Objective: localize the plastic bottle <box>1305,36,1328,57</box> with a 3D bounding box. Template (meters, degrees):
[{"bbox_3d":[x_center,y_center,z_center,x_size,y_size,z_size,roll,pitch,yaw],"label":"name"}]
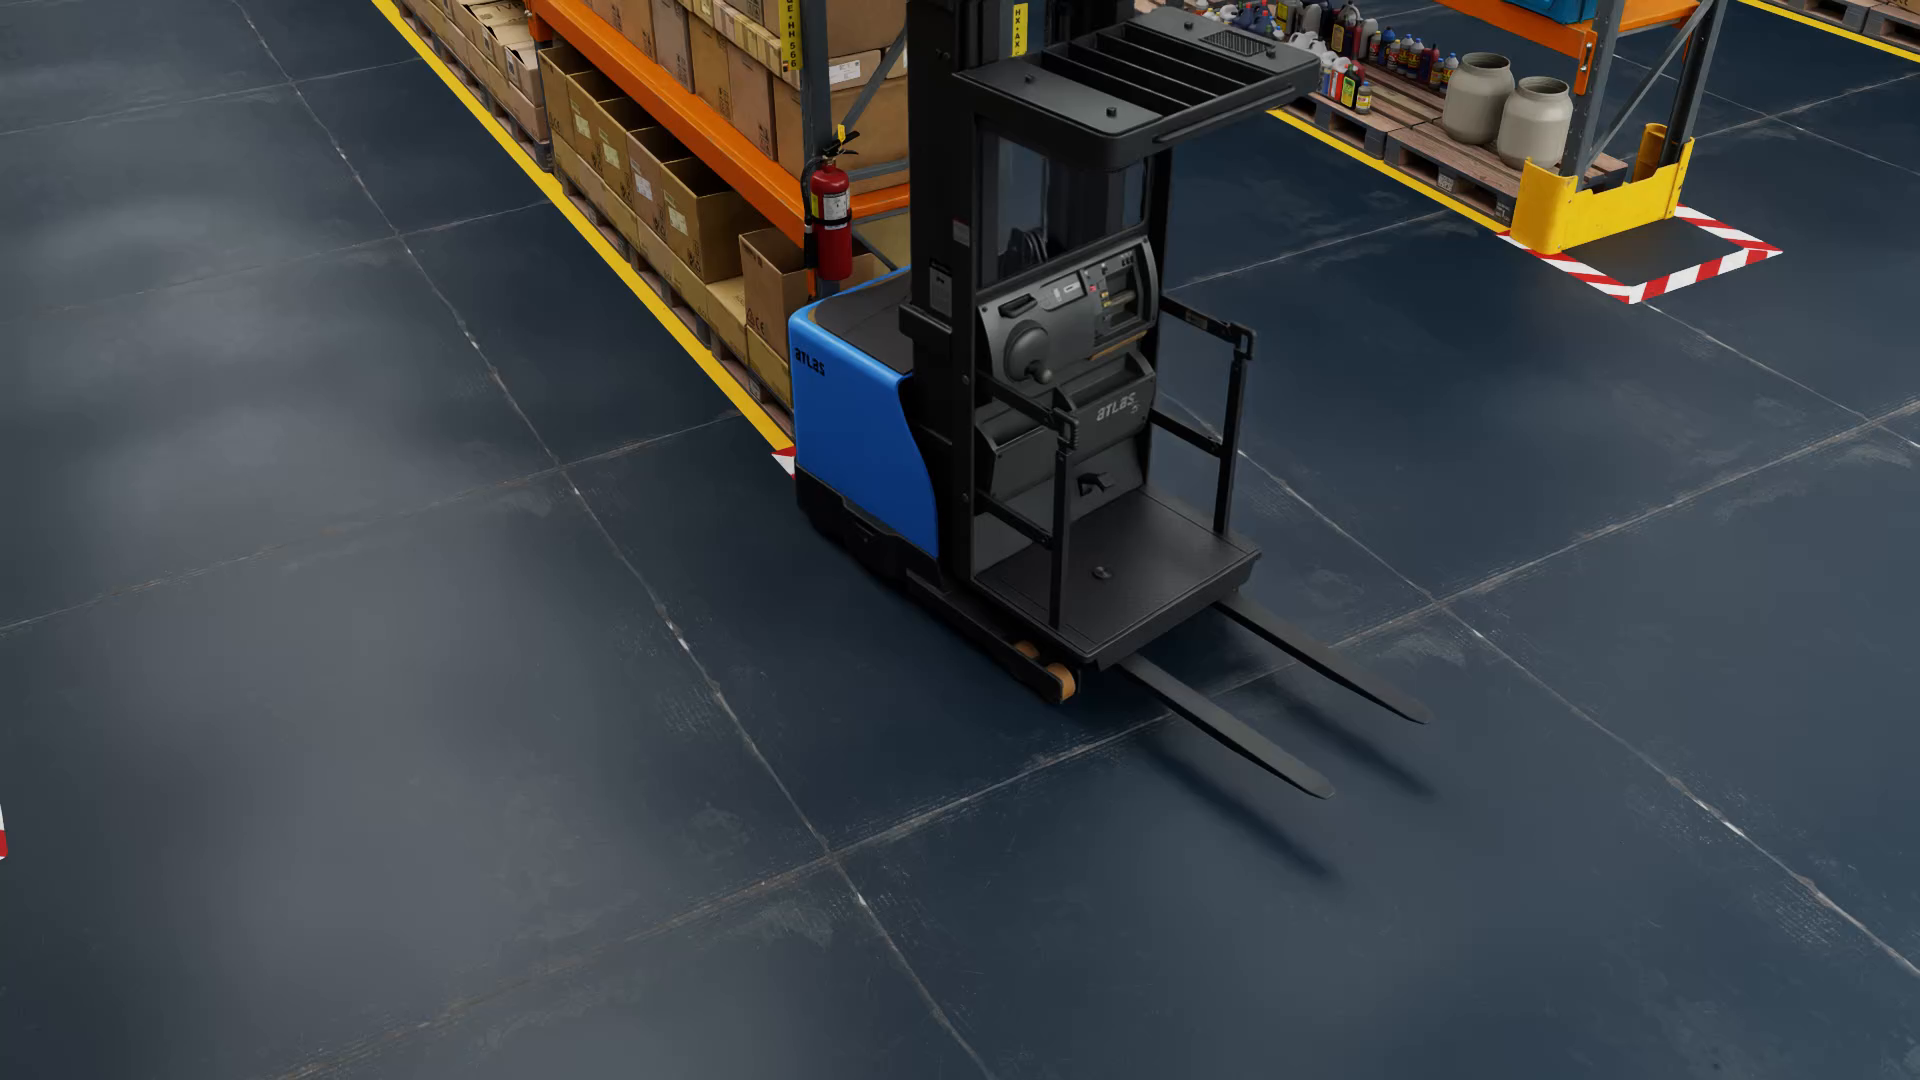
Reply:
[{"bbox_3d":[2.499,-3.375,11.700,0.144,0.351,0.185,-17,40,-22],"label":"plastic bottle"}]

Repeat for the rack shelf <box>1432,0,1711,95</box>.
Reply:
[{"bbox_3d":[3.055,-3.899,11.155,1.077,0.370,4.000,-19,40,-24],"label":"rack shelf"}]

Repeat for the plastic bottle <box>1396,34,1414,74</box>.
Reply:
[{"bbox_3d":[3.196,-3.488,11.923,0.097,0.271,0.097,0,36,0],"label":"plastic bottle"}]

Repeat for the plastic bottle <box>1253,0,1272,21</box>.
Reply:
[{"bbox_3d":[2.222,-3.825,12.317,0.144,0.351,0.185,-19,40,-24],"label":"plastic bottle"}]

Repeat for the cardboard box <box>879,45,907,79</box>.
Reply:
[{"bbox_3d":[-0.235,-2.270,7.680,0.380,0.149,0.250,-19,40,-24],"label":"cardboard box"}]

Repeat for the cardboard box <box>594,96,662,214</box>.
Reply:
[{"bbox_3d":[-1.769,-2.266,9.649,0.500,0.500,0.500,-19,40,-24],"label":"cardboard box"}]

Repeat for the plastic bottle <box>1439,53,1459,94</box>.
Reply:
[{"bbox_3d":[3.419,-3.262,11.614,0.097,0.271,0.097,0,36,0],"label":"plastic bottle"}]

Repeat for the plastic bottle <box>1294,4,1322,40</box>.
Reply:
[{"bbox_3d":[2.604,-3.889,12.468,0.152,0.276,0.135,-19,40,-24],"label":"plastic bottle"}]

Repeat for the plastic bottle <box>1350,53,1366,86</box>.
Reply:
[{"bbox_3d":[2.747,-3.225,11.553,0.061,0.283,0.133,-19,40,-24],"label":"plastic bottle"}]

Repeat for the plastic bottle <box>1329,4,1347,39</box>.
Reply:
[{"bbox_3d":[2.838,-3.878,12.447,0.061,0.283,0.133,-16,39,-21],"label":"plastic bottle"}]

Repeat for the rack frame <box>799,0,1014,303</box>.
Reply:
[{"bbox_3d":[-0.225,-1.704,7.539,1.000,3.000,0.127,-19,40,-24],"label":"rack frame"}]

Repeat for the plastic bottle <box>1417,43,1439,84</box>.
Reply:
[{"bbox_3d":[3.321,-3.388,11.775,0.061,0.283,0.133,-18,40,-23],"label":"plastic bottle"}]

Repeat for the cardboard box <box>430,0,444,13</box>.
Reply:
[{"bbox_3d":[-3.709,-4.189,12.442,0.500,0.311,0.500,-20,41,-25],"label":"cardboard box"}]

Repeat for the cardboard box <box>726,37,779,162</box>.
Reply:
[{"bbox_3d":[-0.716,-2.252,8.206,0.700,0.500,0.500,-18,40,-23],"label":"cardboard box"}]

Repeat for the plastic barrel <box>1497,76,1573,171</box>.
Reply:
[{"bbox_3d":[3.663,-2.647,10.585,0.421,0.512,0.421,0,36,0],"label":"plastic barrel"}]

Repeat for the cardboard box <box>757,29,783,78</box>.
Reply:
[{"bbox_3d":[-0.714,-2.277,7.690,0.380,0.149,0.250,-18,40,-23],"label":"cardboard box"}]

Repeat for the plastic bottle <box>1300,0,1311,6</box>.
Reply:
[{"bbox_3d":[2.623,-4.074,12.658,0.144,0.351,0.185,-20,41,-25],"label":"plastic bottle"}]

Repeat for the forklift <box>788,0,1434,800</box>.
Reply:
[{"bbox_3d":[0.580,-0.854,6.434,1.130,2.935,3.031,-28,44,-32],"label":"forklift"}]

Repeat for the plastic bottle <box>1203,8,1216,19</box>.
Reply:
[{"bbox_3d":[1.883,-3.913,12.563,0.097,0.201,0.097,0,36,0],"label":"plastic bottle"}]

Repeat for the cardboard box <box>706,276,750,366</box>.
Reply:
[{"bbox_3d":[-1.011,-1.200,8.825,0.500,0.250,0.500,-19,40,-24],"label":"cardboard box"}]

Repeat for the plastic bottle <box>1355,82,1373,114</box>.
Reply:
[{"bbox_3d":[2.758,-3.024,11.346,0.097,0.201,0.097,0,36,0],"label":"plastic bottle"}]

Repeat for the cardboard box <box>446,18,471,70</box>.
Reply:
[{"bbox_3d":[-3.458,-3.707,12.258,0.500,0.250,0.500,-18,40,-23],"label":"cardboard box"}]

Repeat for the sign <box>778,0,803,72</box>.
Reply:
[{"bbox_3d":[-0.701,-2.113,6.917,0.100,0.325,0.005,-19,40,-24],"label":"sign"}]

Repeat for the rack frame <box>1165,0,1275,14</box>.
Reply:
[{"bbox_3d":[2.051,-5.209,12.339,1.000,3.000,0.127,-19,40,-24],"label":"rack frame"}]

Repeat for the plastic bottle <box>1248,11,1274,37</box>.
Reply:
[{"bbox_3d":[2.192,-3.686,12.127,0.144,0.351,0.185,-21,41,-26],"label":"plastic bottle"}]

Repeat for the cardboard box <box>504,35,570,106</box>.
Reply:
[{"bbox_3d":[-2.686,-3.151,11.020,0.500,0.311,0.500,-19,40,-24],"label":"cardboard box"}]

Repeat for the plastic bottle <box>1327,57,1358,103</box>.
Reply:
[{"bbox_3d":[2.655,-3.190,11.511,0.152,0.276,0.135,-19,40,-24],"label":"plastic bottle"}]

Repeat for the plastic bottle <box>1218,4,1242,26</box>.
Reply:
[{"bbox_3d":[2.018,-3.838,12.398,0.152,0.276,0.135,-17,40,-22],"label":"plastic bottle"}]

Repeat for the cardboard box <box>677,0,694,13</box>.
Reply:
[{"bbox_3d":[-1.233,-2.804,8.411,0.380,0.149,0.250,-18,40,-23],"label":"cardboard box"}]

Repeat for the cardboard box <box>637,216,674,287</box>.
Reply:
[{"bbox_3d":[-1.513,-1.710,9.523,0.500,0.250,0.500,-19,40,-24],"label":"cardboard box"}]

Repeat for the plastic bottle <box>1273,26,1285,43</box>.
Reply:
[{"bbox_3d":[2.298,-3.590,12.063,0.097,0.271,0.097,0,36,0],"label":"plastic bottle"}]

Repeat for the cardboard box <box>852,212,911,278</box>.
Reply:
[{"bbox_3d":[-0.554,-1.659,8.818,0.500,0.500,0.500,-19,40,-24],"label":"cardboard box"}]

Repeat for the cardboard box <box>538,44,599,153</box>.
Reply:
[{"bbox_3d":[-2.272,-2.776,10.347,0.500,0.500,0.500,-19,40,-24],"label":"cardboard box"}]

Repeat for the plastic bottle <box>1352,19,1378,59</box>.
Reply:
[{"bbox_3d":[2.960,-3.697,12.205,0.152,0.276,0.135,-18,40,-23],"label":"plastic bottle"}]

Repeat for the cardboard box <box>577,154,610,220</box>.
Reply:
[{"bbox_3d":[-2.017,-2.220,10.221,0.500,0.250,0.500,-19,40,-24],"label":"cardboard box"}]

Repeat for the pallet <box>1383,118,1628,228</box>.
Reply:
[{"bbox_3d":[3.578,-2.484,10.972,1.003,0.211,1.213,-19,40,-24],"label":"pallet"}]

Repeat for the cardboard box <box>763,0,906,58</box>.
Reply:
[{"bbox_3d":[-0.475,-2.537,7.495,0.700,0.500,0.500,-19,40,-24],"label":"cardboard box"}]

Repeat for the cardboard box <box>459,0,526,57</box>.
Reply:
[{"bbox_3d":[-3.201,-3.669,11.730,0.500,0.311,0.500,-19,40,-24],"label":"cardboard box"}]

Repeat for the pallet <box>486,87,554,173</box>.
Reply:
[{"bbox_3d":[-2.638,-2.982,11.653,1.003,0.211,1.213,-19,40,-24],"label":"pallet"}]

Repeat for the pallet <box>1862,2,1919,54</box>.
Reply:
[{"bbox_3d":[7.927,-3.975,13.013,1.003,0.211,1.213,-19,40,-24],"label":"pallet"}]

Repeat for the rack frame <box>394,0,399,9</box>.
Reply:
[{"bbox_3d":[-4.244,-5.783,13.125,1.000,3.000,0.127,-19,40,-24],"label":"rack frame"}]

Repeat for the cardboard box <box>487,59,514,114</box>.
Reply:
[{"bbox_3d":[-2.946,-3.187,11.545,0.500,0.250,0.500,-20,40,-25],"label":"cardboard box"}]

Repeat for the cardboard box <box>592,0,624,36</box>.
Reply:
[{"bbox_3d":[-1.735,-3.292,9.630,0.700,0.500,0.500,-19,40,-24],"label":"cardboard box"}]

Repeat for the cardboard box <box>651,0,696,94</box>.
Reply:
[{"bbox_3d":[-1.228,-2.774,8.921,0.700,0.500,0.500,-18,40,-23],"label":"cardboard box"}]

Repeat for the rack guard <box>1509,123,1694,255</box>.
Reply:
[{"bbox_3d":[3.981,-2.185,10.317,1.175,0.500,0.348,-19,40,-24],"label":"rack guard"}]

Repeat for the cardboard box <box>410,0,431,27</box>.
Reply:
[{"bbox_3d":[-3.981,-4.232,12.977,0.500,0.250,0.500,-20,41,-25],"label":"cardboard box"}]

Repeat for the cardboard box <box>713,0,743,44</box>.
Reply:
[{"bbox_3d":[-0.967,-2.537,8.045,0.380,0.149,0.250,-18,40,-23],"label":"cardboard box"}]

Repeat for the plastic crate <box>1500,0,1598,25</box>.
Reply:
[{"bbox_3d":[3.550,-3.276,9.818,0.499,0.251,0.616,-19,40,-24],"label":"plastic crate"}]

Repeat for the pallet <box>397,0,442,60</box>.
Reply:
[{"bbox_3d":[-3.864,-4.226,13.357,1.003,0.211,1.213,-19,40,-24],"label":"pallet"}]

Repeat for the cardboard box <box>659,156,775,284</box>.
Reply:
[{"bbox_3d":[-1.266,-1.756,8.951,0.500,0.500,0.500,-19,40,-24],"label":"cardboard box"}]

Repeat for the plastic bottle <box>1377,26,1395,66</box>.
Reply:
[{"bbox_3d":[3.094,-3.591,12.064,0.097,0.271,0.097,0,36,0],"label":"plastic bottle"}]

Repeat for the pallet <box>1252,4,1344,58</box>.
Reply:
[{"bbox_3d":[2.352,-3.728,12.676,1.003,0.211,1.213,-19,40,-24],"label":"pallet"}]

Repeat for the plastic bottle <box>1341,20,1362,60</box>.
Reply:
[{"bbox_3d":[2.868,-3.668,12.160,0.061,0.283,0.133,-19,40,-24],"label":"plastic bottle"}]

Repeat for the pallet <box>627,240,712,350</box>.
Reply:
[{"bbox_3d":[-1.254,-1.577,9.729,1.003,0.211,1.213,-19,40,-24],"label":"pallet"}]
